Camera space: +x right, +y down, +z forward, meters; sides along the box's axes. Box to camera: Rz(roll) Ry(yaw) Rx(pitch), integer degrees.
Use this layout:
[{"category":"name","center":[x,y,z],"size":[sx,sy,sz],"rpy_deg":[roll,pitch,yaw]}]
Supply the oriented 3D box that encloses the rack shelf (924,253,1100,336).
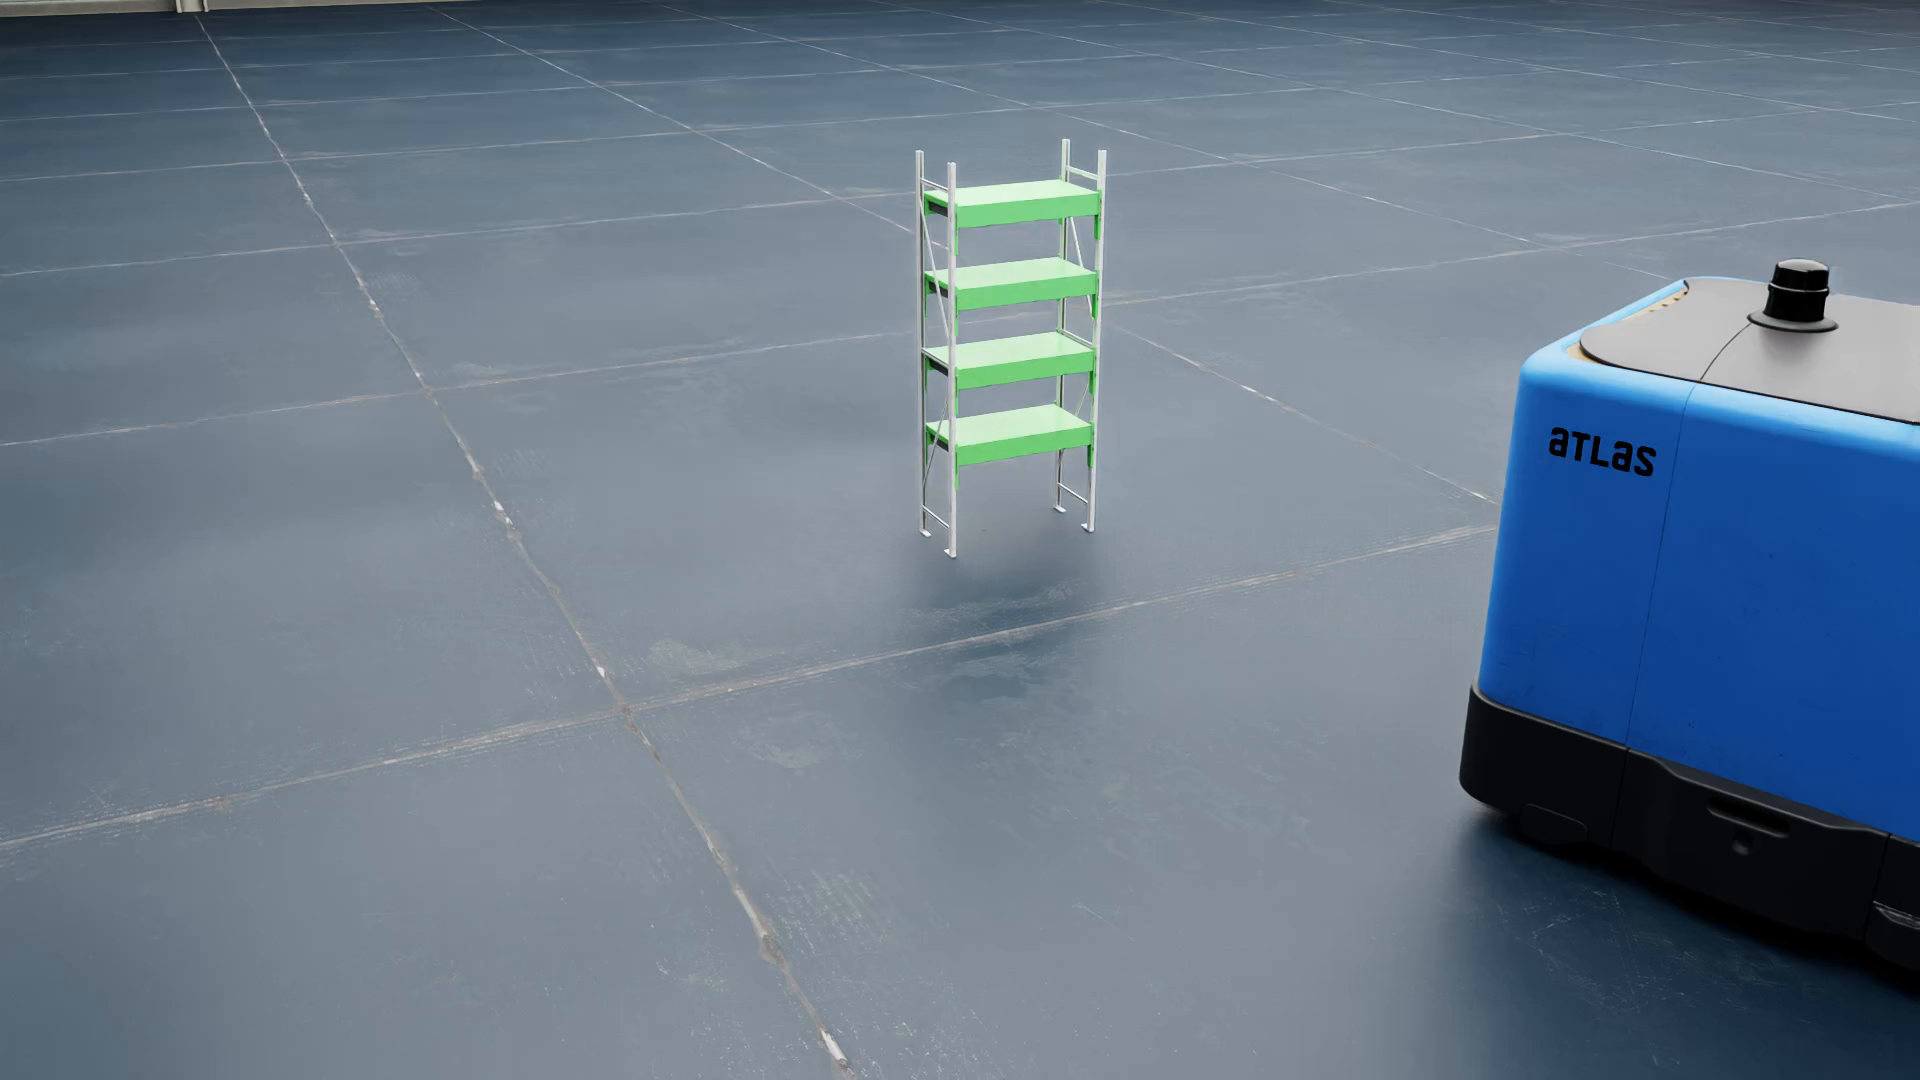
[{"category":"rack shelf","center":[0.149,-0.745,5.019],"size":[0.480,0.148,0.258],"rpy_deg":[-10,25,-24]}]

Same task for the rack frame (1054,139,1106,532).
[{"category":"rack frame","center":[0.369,-0.622,5.185],"size":[0.015,1.200,0.240],"rpy_deg":[-10,25,-24]}]

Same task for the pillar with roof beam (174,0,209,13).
[{"category":"pillar with roof beam","center":[-8.596,-9.886,17.366],"size":[0.400,9.000,9.100],"rpy_deg":[-10,25,-24]}]

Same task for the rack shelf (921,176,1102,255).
[{"category":"rack shelf","center":[0.149,-0.966,4.928],"size":[0.480,0.148,0.258],"rpy_deg":[-10,25,-24]}]

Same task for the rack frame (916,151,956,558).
[{"category":"rack frame","center":[-0.071,-0.541,4.989],"size":[0.015,1.200,0.240],"rpy_deg":[-10,25,-24]}]

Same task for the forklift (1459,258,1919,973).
[{"category":"forklift","center":[2.563,-0.501,2.629],"size":[3.031,2.935,1.130],"rpy_deg":[19,29,38]}]

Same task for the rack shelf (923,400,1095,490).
[{"category":"rack shelf","center":[0.149,-0.301,5.203],"size":[0.480,0.148,0.258],"rpy_deg":[-10,25,-24]}]

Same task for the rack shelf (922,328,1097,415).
[{"category":"rack shelf","center":[0.149,-0.523,5.111],"size":[0.480,0.148,0.258],"rpy_deg":[-10,25,-24]}]

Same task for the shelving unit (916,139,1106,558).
[{"category":"shelving unit","center":[0.149,-0.582,5.087],"size":[0.503,1.200,0.258],"rpy_deg":[-10,25,-24]}]
